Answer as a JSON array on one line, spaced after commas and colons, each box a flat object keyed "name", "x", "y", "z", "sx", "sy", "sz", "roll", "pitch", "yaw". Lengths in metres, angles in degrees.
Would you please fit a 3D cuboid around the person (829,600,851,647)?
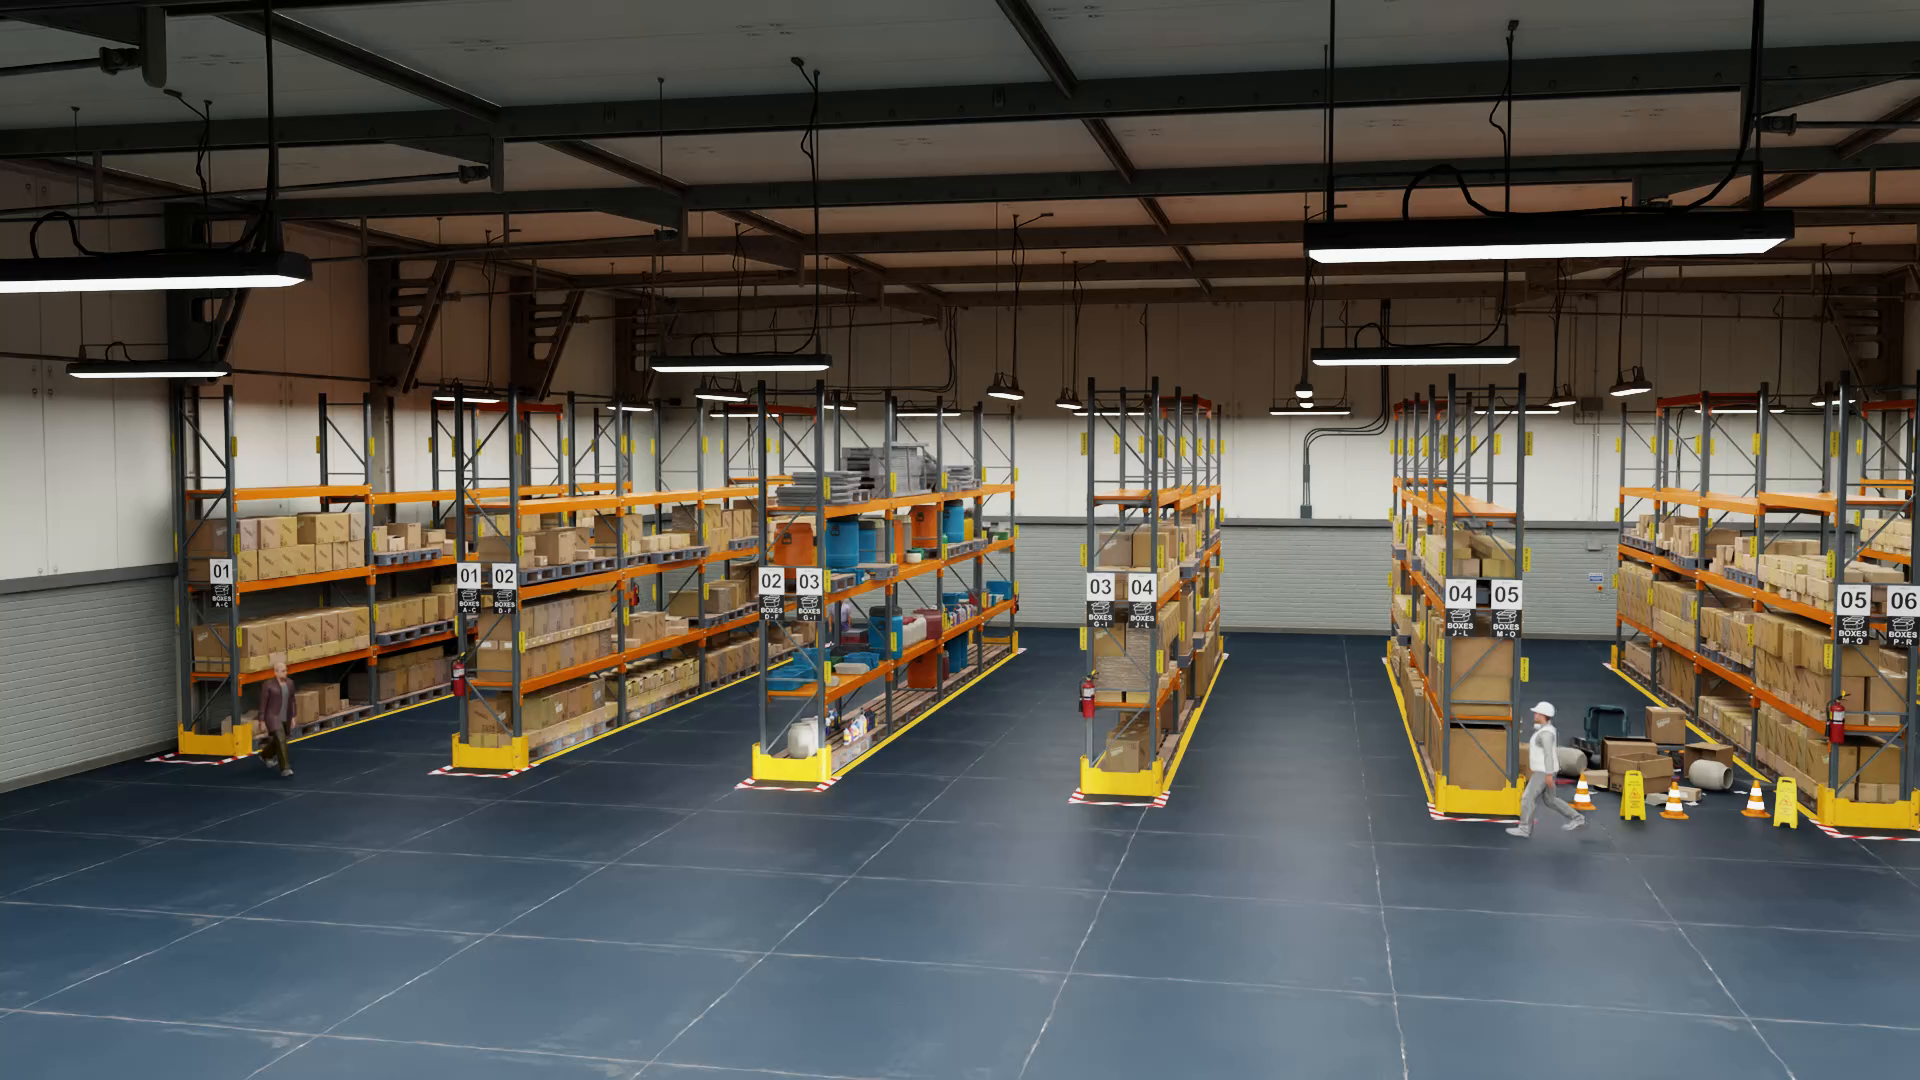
[{"name": "person", "x": -2.768, "y": 1.916, "z": 38.338, "sx": 0.472, "sy": 1.411, "sz": 1.043, "roll": 1, "pitch": 3, "yaw": 12}]

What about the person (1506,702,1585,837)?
[{"name": "person", "x": 7.507, "y": 2.938, "z": 21.272, "sx": 0.999, "sy": 1.738, "sz": 0.543, "roll": 1, "pitch": 3, "yaw": 12}]

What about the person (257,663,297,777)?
[{"name": "person", "x": -10.432, "y": 2.713, "z": 25.394, "sx": 1.177, "sy": 1.713, "sz": 0.609, "roll": 2, "pitch": 4, "yaw": 35}]
